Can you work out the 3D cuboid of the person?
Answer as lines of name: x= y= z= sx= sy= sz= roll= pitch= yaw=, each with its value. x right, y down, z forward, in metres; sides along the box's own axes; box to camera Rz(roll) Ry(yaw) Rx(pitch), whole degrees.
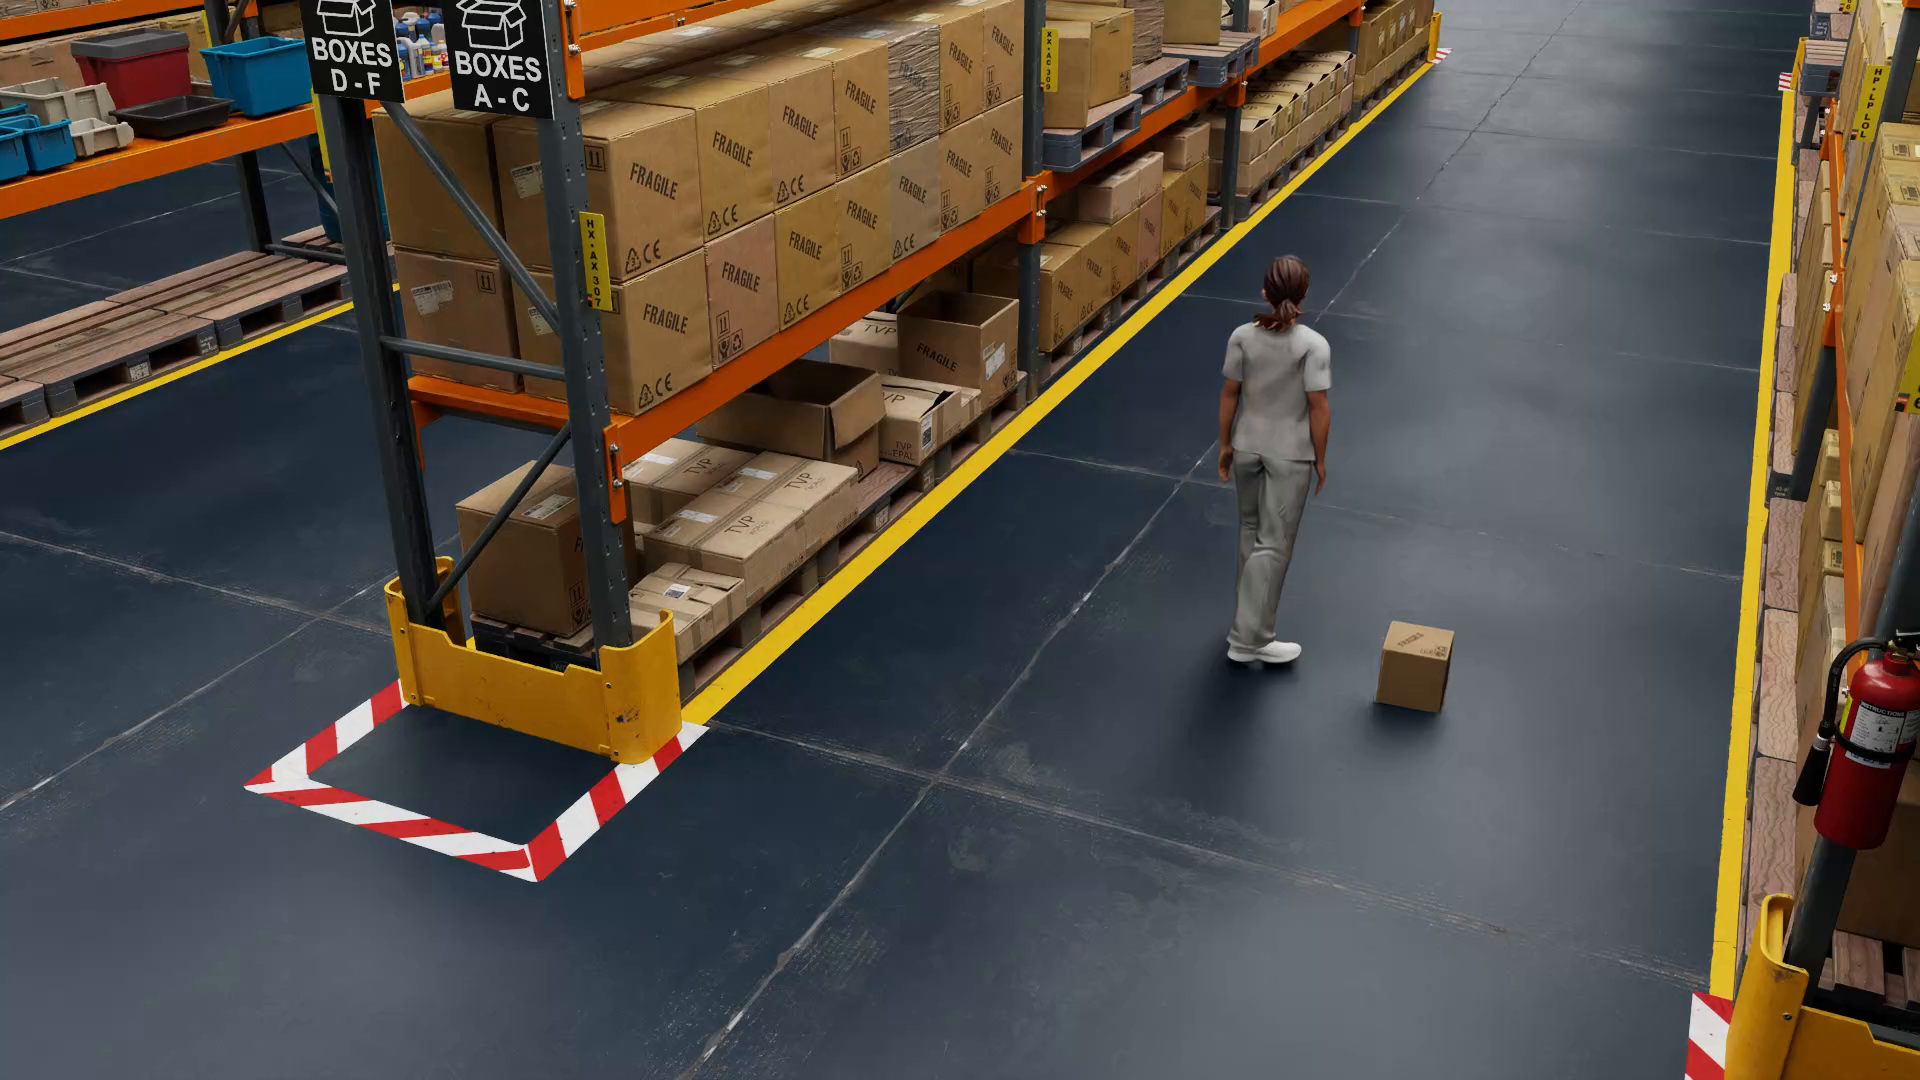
person: x=1.265 y=-0.318 z=6.770 sx=0.500 sy=1.664 sz=0.558 roll=18 pitch=32 yaw=32
